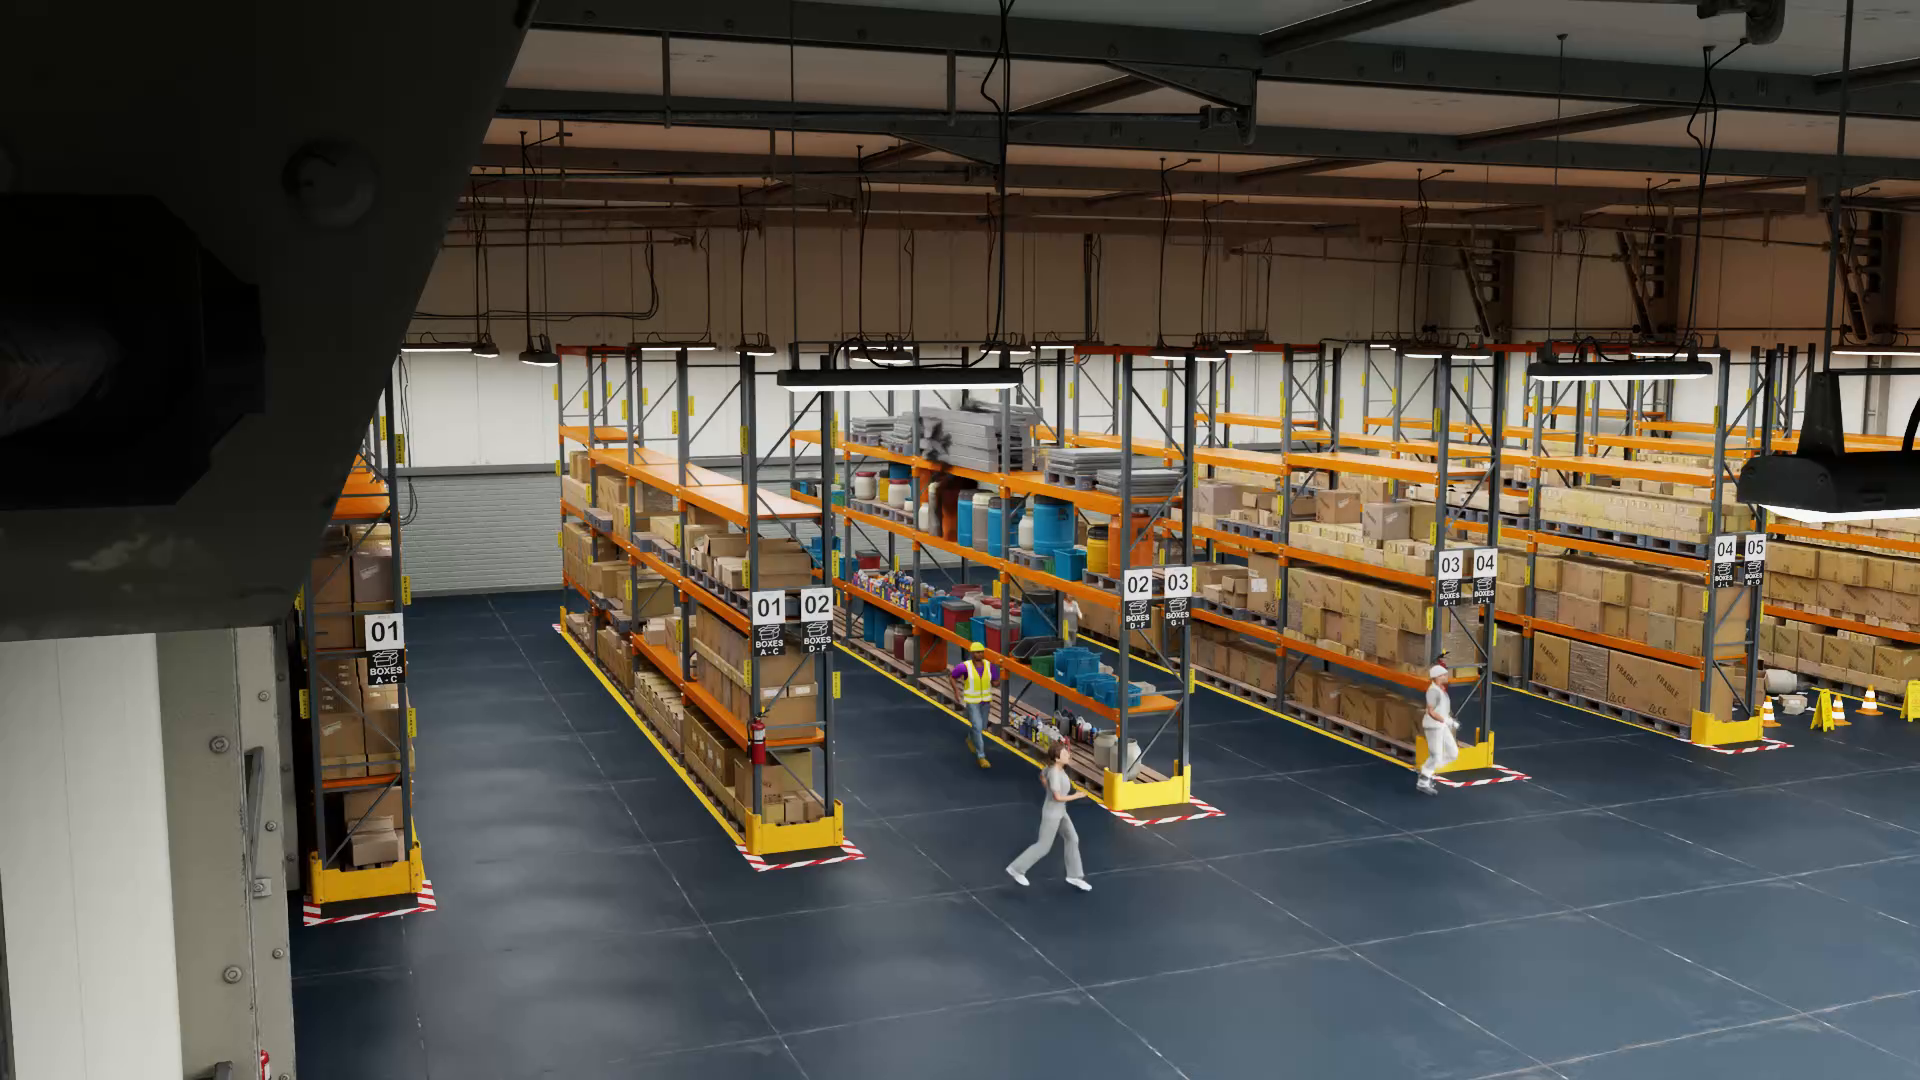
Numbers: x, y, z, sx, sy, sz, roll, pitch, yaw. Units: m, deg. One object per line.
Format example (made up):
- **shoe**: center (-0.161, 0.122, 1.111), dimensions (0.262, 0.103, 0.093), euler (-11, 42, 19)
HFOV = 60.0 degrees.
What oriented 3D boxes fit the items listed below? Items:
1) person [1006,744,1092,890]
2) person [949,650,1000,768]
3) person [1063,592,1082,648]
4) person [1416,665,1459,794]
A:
- **person**: center (1.015, 3.126, 18.777), dimensions (0.954, 1.696, 0.575), euler (1, 7, 8)
- **person**: center (0.260, 2.374, 24.242), dimensions (0.700, 1.716, 0.989), euler (-3, 8, -26)
- **person**: center (1.975, 1.663, 30.452), dimensions (0.539, 1.578, 0.893), euler (-4, 8, -29)
- **person**: center (6.559, 2.583, 22.765), dimensions (0.531, 1.754, 0.699), euler (5, 9, 33)
